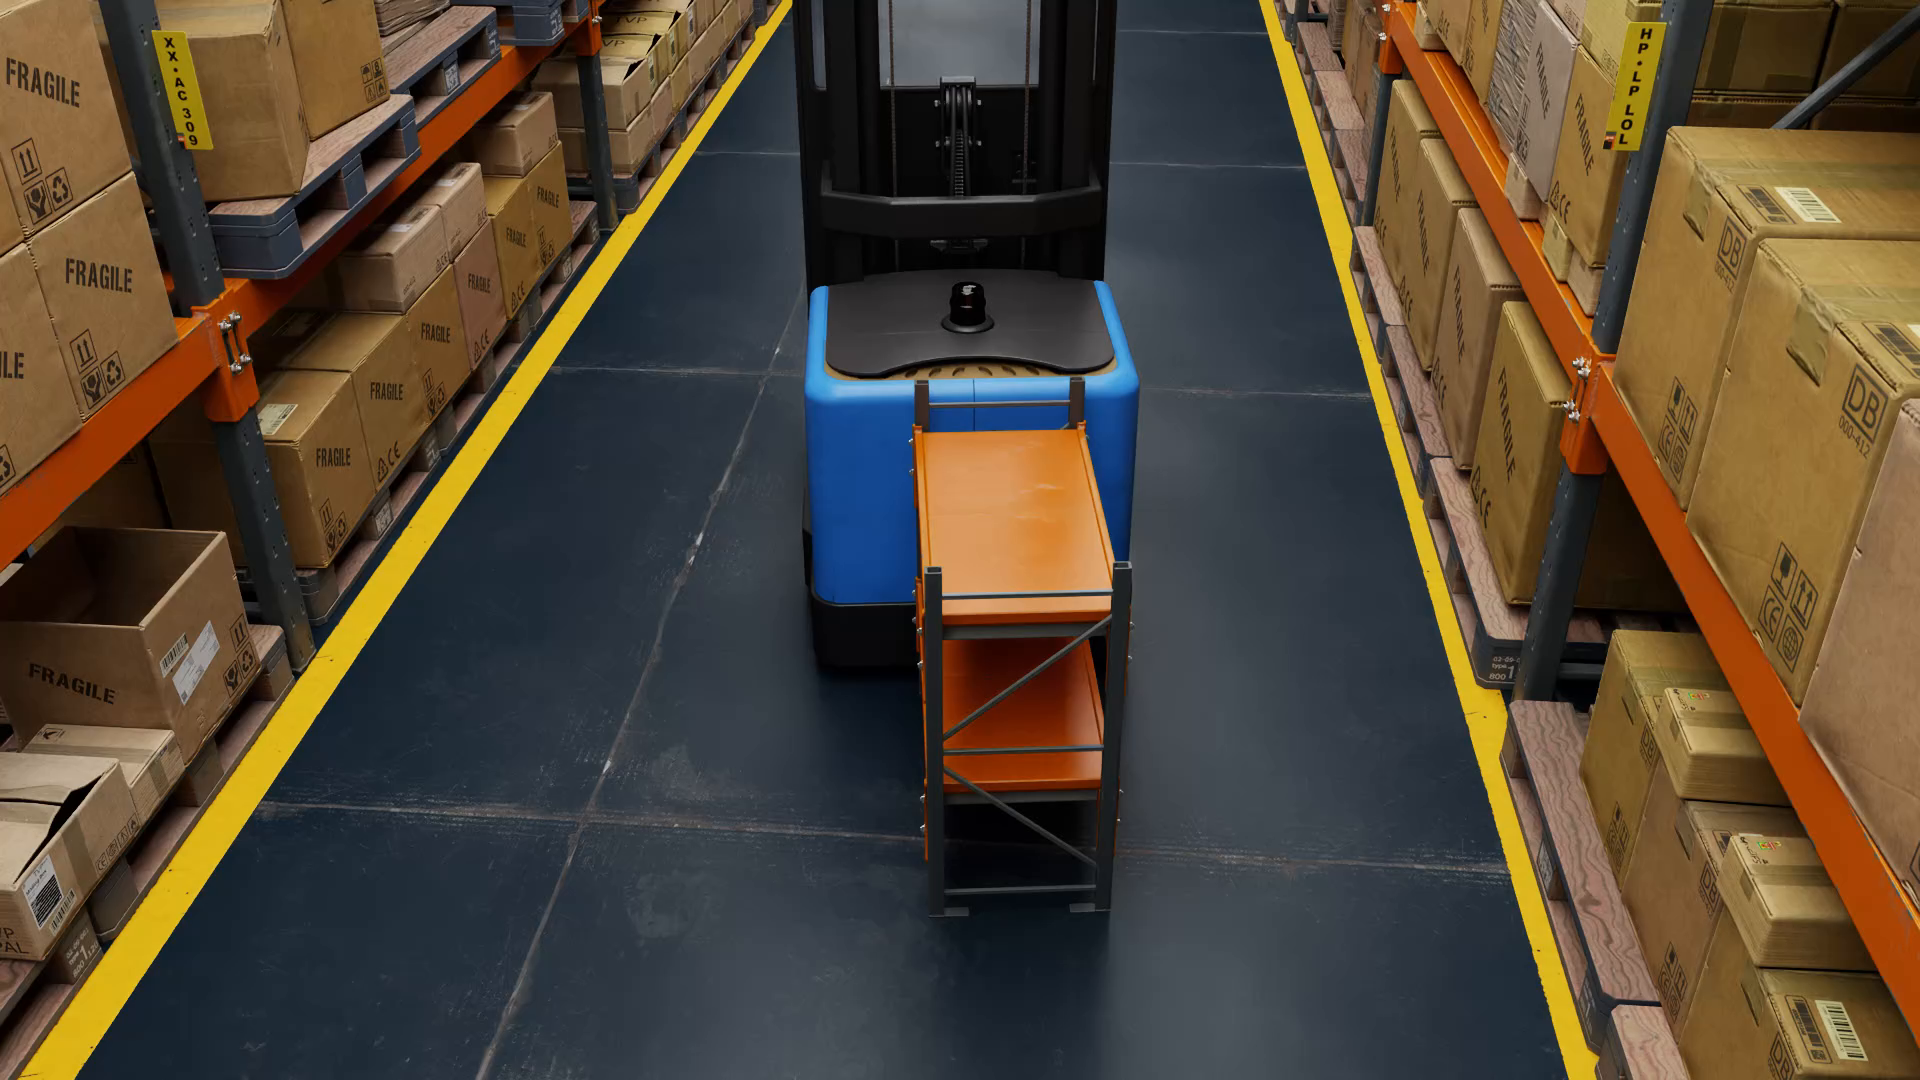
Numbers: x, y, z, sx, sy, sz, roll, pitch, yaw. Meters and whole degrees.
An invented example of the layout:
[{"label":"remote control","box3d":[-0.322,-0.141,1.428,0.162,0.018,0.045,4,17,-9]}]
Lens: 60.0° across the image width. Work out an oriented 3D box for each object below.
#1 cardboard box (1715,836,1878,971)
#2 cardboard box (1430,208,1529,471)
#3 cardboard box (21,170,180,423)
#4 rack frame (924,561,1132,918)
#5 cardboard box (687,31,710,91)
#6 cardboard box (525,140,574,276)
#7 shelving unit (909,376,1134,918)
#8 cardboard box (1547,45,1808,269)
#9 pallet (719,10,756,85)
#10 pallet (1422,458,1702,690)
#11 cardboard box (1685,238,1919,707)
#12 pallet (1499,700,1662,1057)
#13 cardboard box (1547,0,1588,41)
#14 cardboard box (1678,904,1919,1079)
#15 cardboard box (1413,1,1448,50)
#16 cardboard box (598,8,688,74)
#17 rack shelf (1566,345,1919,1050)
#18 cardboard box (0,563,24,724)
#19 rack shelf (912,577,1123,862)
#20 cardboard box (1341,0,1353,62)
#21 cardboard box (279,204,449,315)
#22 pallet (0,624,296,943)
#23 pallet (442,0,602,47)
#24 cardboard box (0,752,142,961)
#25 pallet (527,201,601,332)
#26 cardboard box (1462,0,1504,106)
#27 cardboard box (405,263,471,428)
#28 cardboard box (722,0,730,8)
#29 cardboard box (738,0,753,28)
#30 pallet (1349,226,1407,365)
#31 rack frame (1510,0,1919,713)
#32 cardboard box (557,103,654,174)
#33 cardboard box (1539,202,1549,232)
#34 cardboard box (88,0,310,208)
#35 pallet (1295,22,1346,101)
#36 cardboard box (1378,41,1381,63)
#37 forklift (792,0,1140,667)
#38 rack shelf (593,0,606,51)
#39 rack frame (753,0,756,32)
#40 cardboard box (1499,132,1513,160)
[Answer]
[{"label":"cardboard box","box3d":[1.844,0.767,3.511,0.380,0.149,0.250,2,32,3]},{"label":"cardboard box","box3d":[2.252,-0.747,6.252,0.750,0.750,0.750,3,32,5]},{"label":"cardboard box","box3d":[-2.463,-0.653,4.356,0.500,0.500,0.500,3,32,5]},{"label":"rack frame","box3d":[0.164,0.545,4.294,0.500,1.125,0.032,-1,32,-2]},{"label":"cardboard box","box3d":[-1.899,-3.047,10.556,0.500,0.250,0.500,3,32,5]},{"label":"cardboard box","box3d":[-2.195,-1.599,7.948,0.500,0.500,0.500,4,32,6]},{"label":"shelving unit","box3d":[0.140,0.278,4.726,0.538,1.125,1.048,-1,32,-2]},{"label":"cardboard box","box3d":[2.045,-1.103,4.783,0.500,0.500,0.500,2,32,3]},{"label":"pallet","box3d":[-2.048,-3.492,11.715,1.003,0.211,1.213,2,32,4]},{"label":"pallet","box3d":[2.247,0.107,5.875,1.003,0.211,1.213,2,32,4]},{"label":"cardboard box","box3d":[2.134,-0.137,3.327,0.980,0.700,0.700,2,32,3]},{"label":"pallet","box3d":[2.119,0.908,4.575,1.003,0.211,1.213,2,32,4]},{"label":"cardboard box","box3d":[2.093,-1.692,5.025,0.500,0.250,0.500,3,32,5]},{"label":"cardboard box","box3d":[2.008,1.130,3.540,0.700,0.500,0.500,3,32,5]},{"label":"cardboard box","box3d":[2.192,-2.238,7.242,0.380,0.149,0.250,3,32,5]},{"label":"cardboard box","box3d":[-1.939,-3.025,9.985,0.500,0.311,0.500,2,32,3]},{"label":"rack shelf","box3d":[2.096,0.679,2.975,1.077,0.370,4.000,2,32,4]},{"label":"cardboard box","box3d":[-2.928,0.285,5.073,0.500,0.311,0.500,2,32,4]},{"label":"rack shelf","box3d":[0.140,0.487,4.854,0.538,0.278,1.000,-1,32,-2]},{"label":"cardboard box","box3d":[2.875,-3.322,10.744,0.700,0.500,0.500,2,32,3]},{"label":"cardboard box","box3d":[-2.315,-1.091,6.409,0.500,0.250,0.500,3,32,4]},{"label":"pallet","box3d":[-2.735,0.663,4.973,1.003,0.211,1.213,2,32,4]},{"label":"pallet","box3d":[-2.338,-2.536,7.688,1.213,0.211,1.003,2,32,4]},{"label":"cardboard box","box3d":[-2.503,0.777,4.274,0.500,0.311,0.500,2,32,4]},{"label":"pallet","box3d":[-2.451,-1.399,8.318,1.003,0.211,1.213,2,32,4]},{"label":"cardboard box","box3d":[2.162,-1.894,6.067,0.500,0.500,0.500,3,32,5]},{"label":"cardboard box","box3d":[-2.316,-0.789,6.635,0.500,0.500,0.500,3,32,5]},{"label":"cardboard box","box3d":[-1.810,-3.817,11.270,0.500,0.311,0.500,3,32,5]},{"label":"cardboard box","box3d":[-1.772,-3.845,11.851,0.500,0.250,0.500,2,32,4]},{"label":"pallet","box3d":[2.445,-1.169,7.945,1.003,0.211,1.213,2,32,4]},{"label":"rack frame","box3d":[2.259,-0.673,4.484,1.000,3.000,0.127,2,32,4]},{"label":"cardboard box","box3d":[-2.017,-2.244,9.253,0.500,0.250,0.500,2,32,4]},{"label":"cardboard box","box3d":[2.068,-1.030,5.283,0.380,0.149,0.250,3,32,6]},{"label":"cardboard box","box3d":[-2.417,-1.343,5.074,0.700,0.500,0.500,-8,33,-13]},{"label":"pallet","box3d":[2.849,-3.262,11.342,1.003,0.211,1.213,2,32,4]},{"label":"cardboard box","box3d":[2.749,-2.531,9.461,0.700,0.500,0.500,2,32,4]},{"label":"forklift","box3d":[-0.031,-1.576,6.014,1.130,2.935,3.031,-1,32,-2]},{"label":"rack shelf","box3d":[-2.190,-3.714,10.103,1.077,0.370,4.000,2,32,4]},{"label":"rack frame","box3d":[-2.027,-5.066,11.612,1.000,3.000,0.127,2,32,4]},{"label":"cardboard box","box3d":[2.152,-1.426,5.926,0.380,0.149,0.250,2,32,3]}]
